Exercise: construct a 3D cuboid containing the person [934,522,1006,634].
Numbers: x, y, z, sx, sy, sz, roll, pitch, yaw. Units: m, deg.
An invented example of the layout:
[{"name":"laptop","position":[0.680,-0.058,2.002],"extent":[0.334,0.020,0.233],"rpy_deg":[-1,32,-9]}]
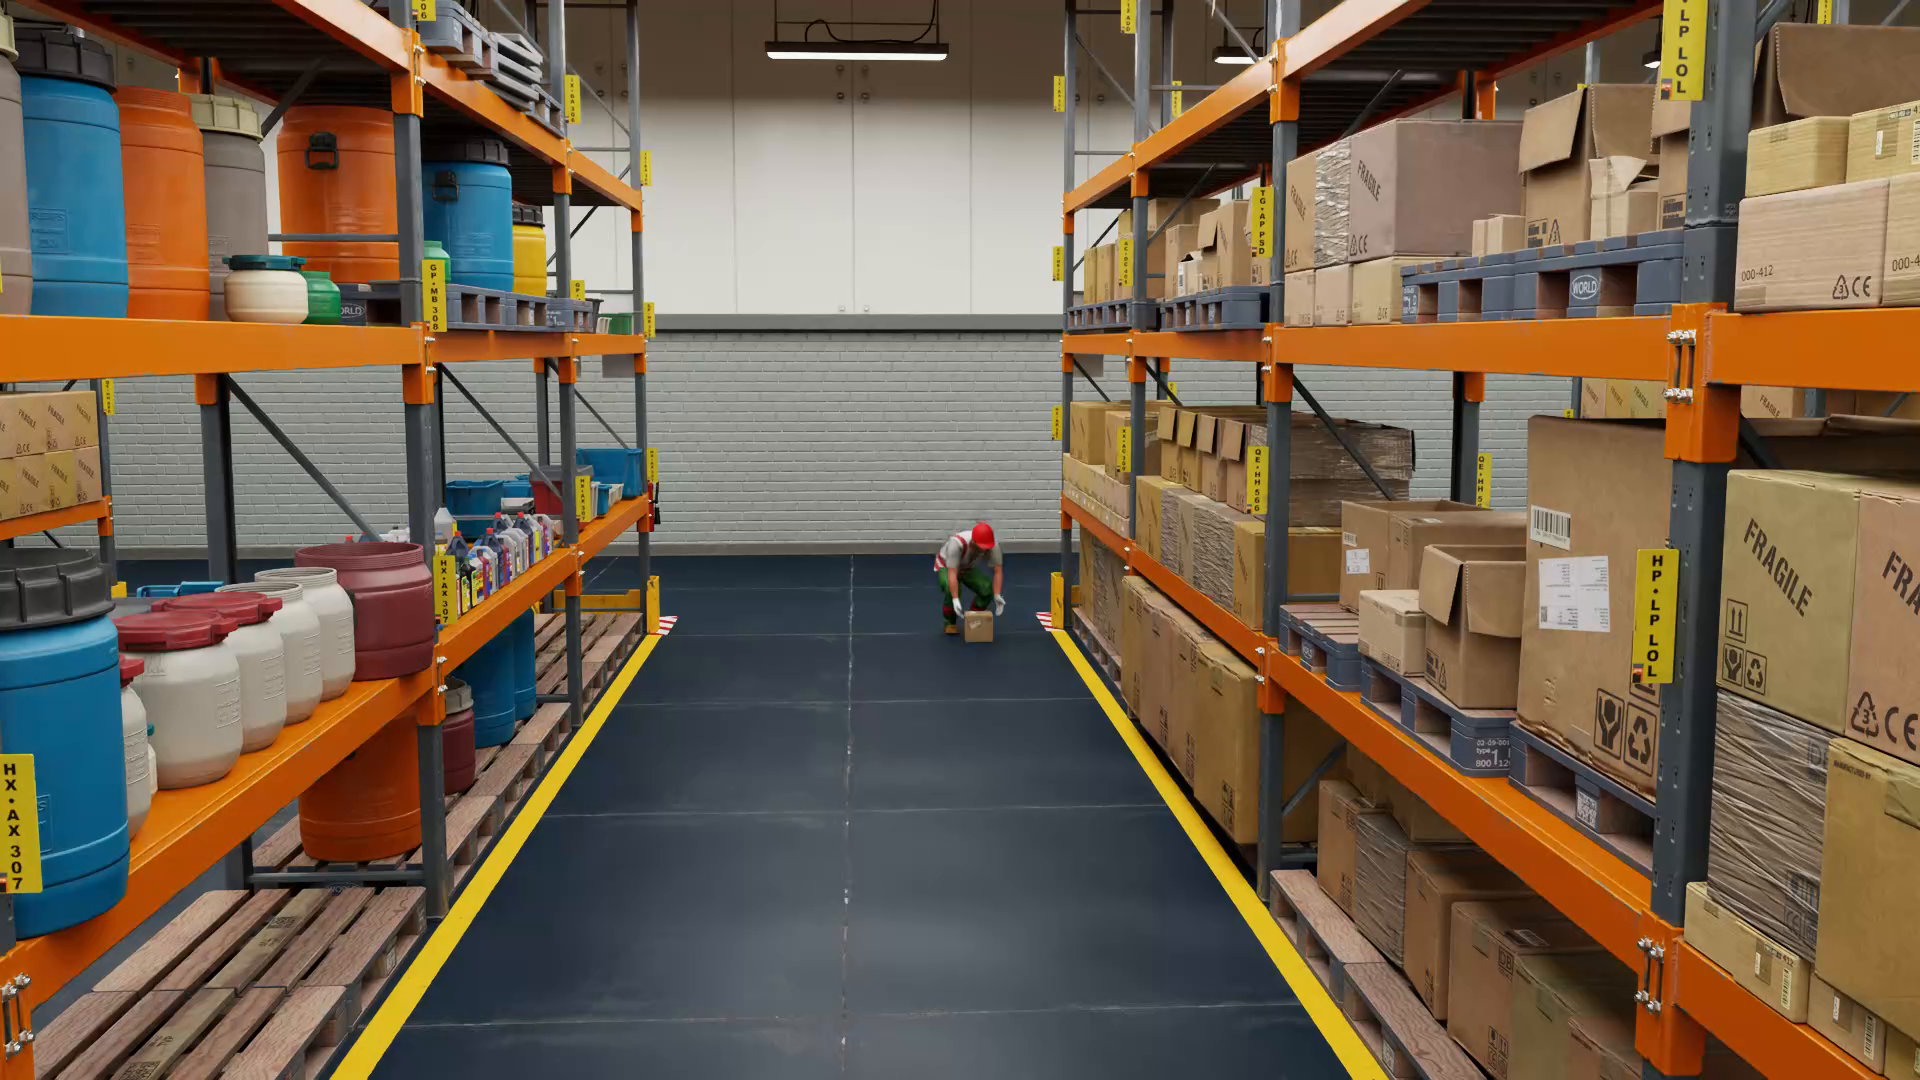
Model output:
[{"name":"person","position":[0.087,0.346,15.698],"extent":[0.577,1.091,0.866],"rpy_deg":[-2,7,-19]}]
